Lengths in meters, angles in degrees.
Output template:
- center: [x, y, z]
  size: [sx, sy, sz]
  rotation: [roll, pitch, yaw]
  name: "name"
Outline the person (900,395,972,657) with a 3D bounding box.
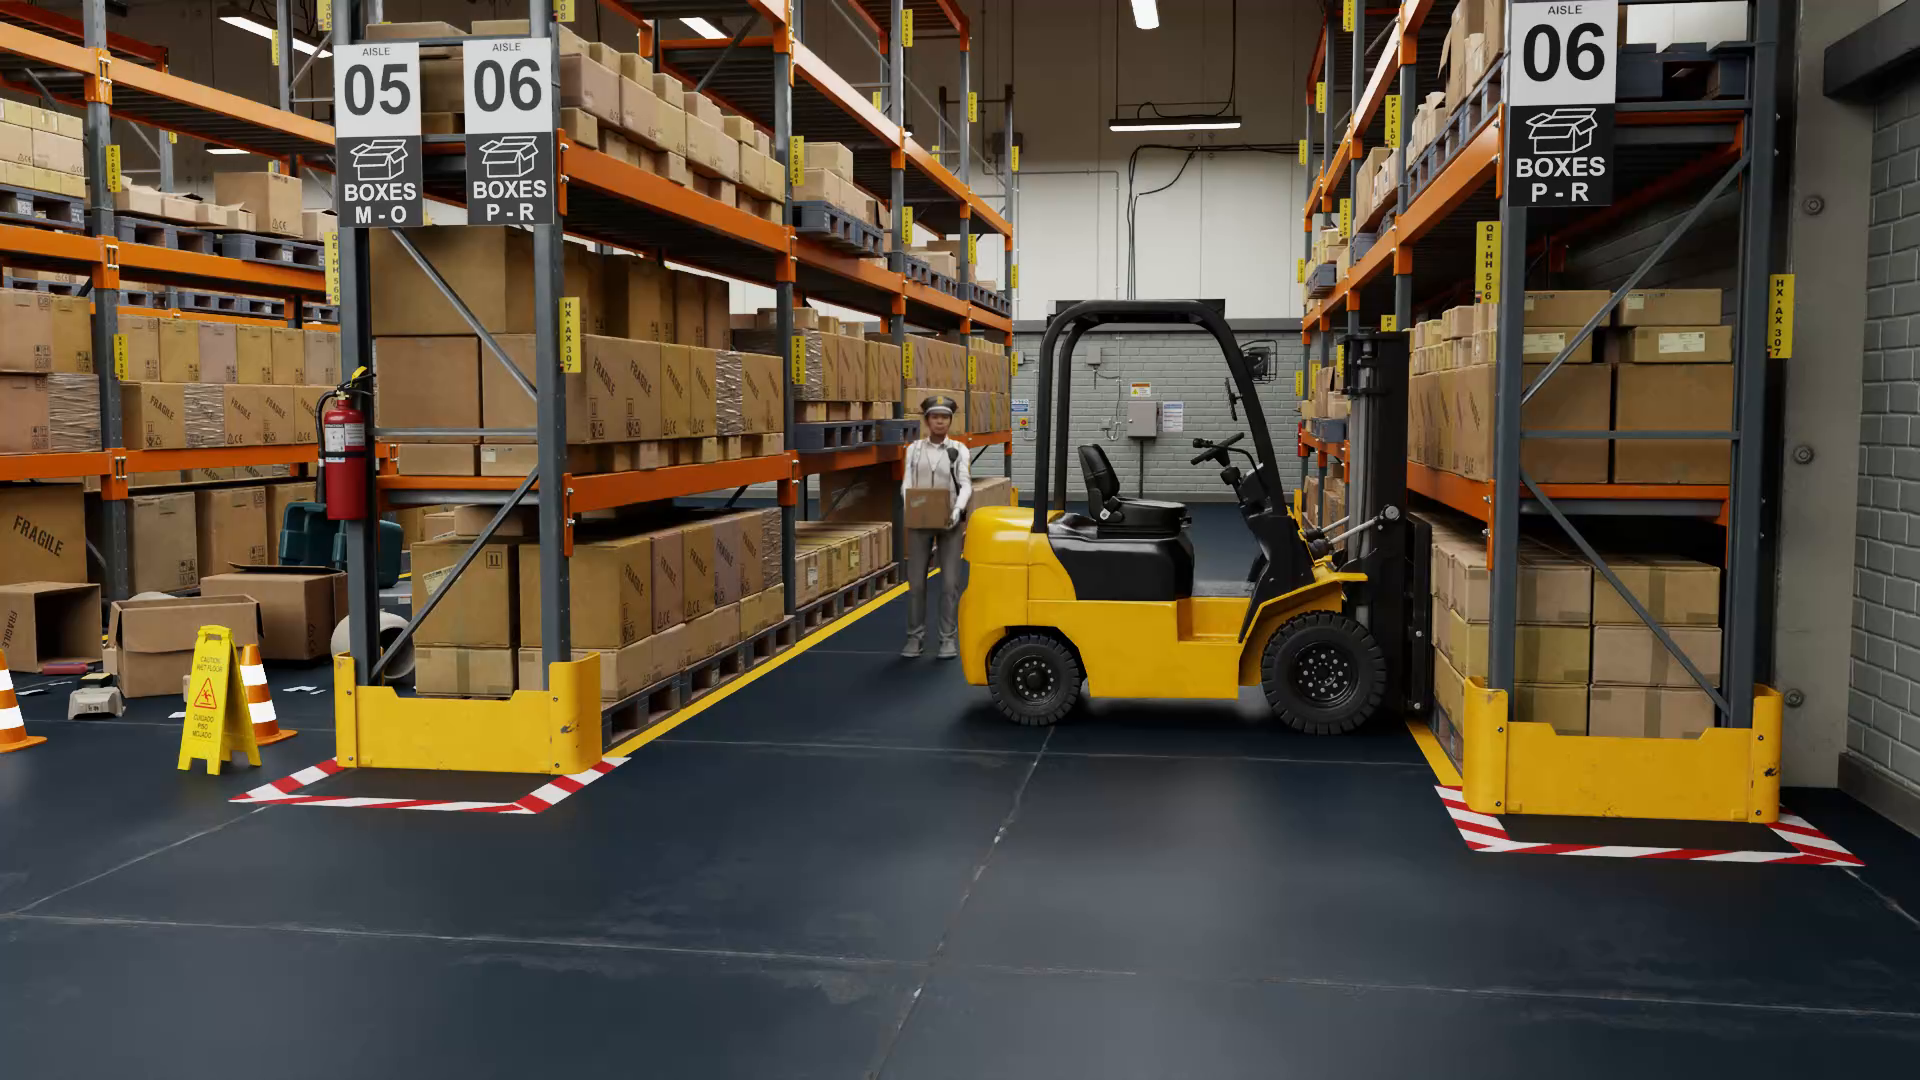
- center: [-0.154, -0.089, 10.785]
  size: [0.468, 1.697, 0.552]
  rotation: [0, 5, 1]
  name: "person"
